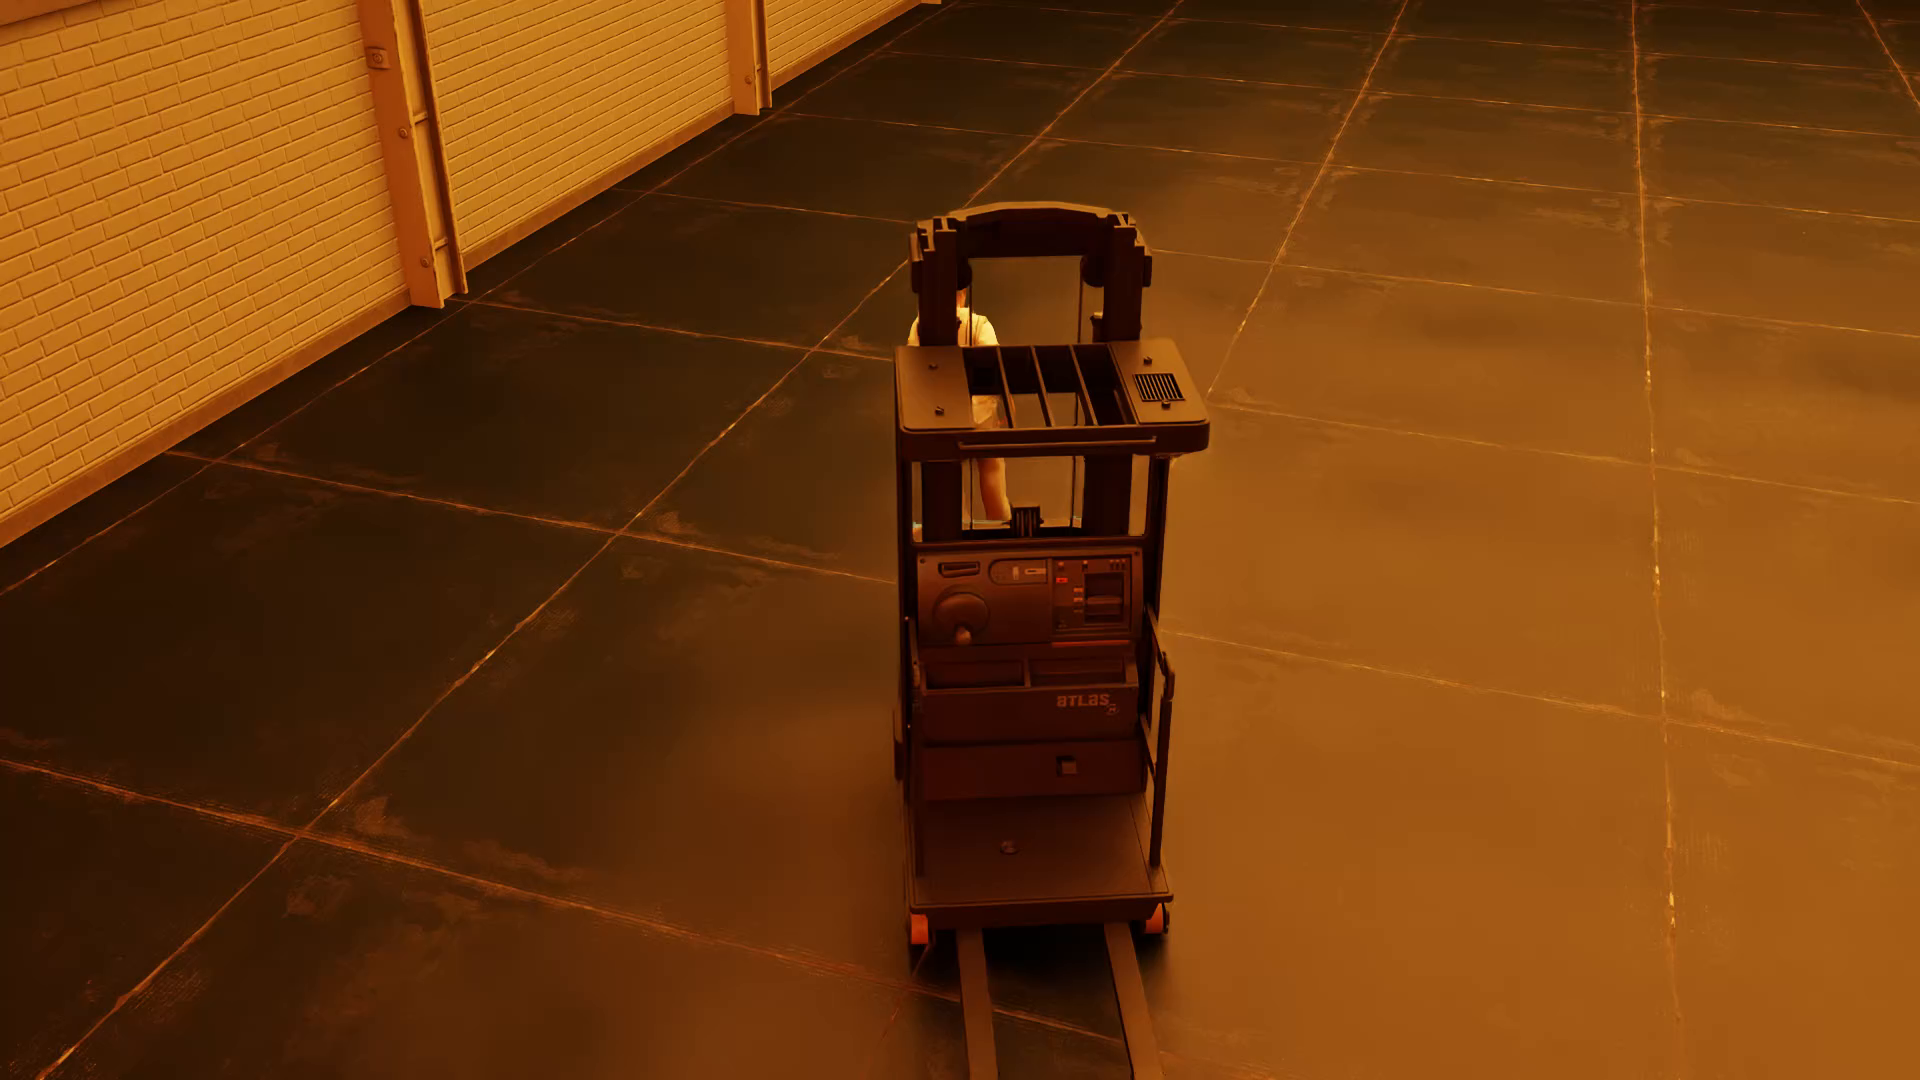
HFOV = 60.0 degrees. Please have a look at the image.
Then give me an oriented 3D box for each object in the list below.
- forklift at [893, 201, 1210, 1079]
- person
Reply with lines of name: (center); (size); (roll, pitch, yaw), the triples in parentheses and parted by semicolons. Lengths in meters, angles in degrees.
forklift: (0.306, 0.278, 6.648); (1.130, 2.935, 3.031); (-2, 30, -3)
person: (0.036, -0.816, 9.712); (0.641, 1.781, 0.574); (10, 31, 16)
